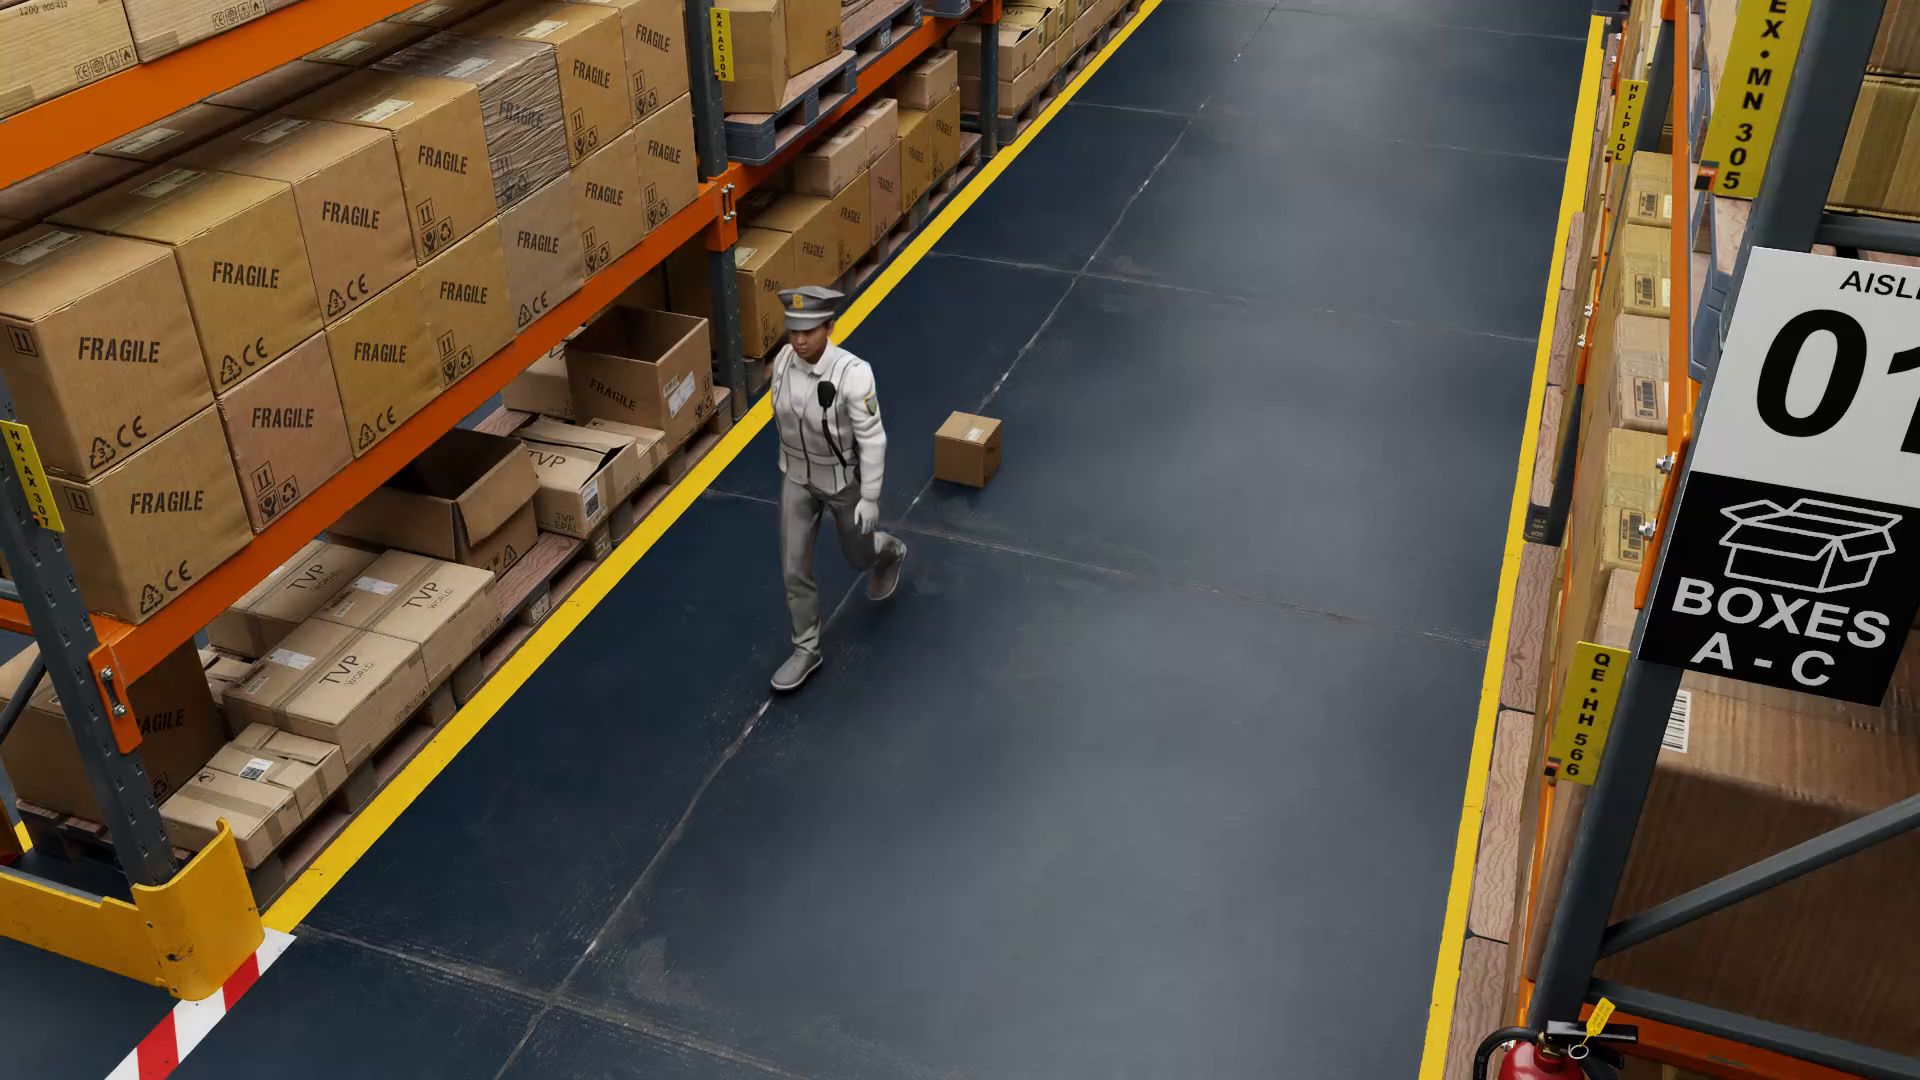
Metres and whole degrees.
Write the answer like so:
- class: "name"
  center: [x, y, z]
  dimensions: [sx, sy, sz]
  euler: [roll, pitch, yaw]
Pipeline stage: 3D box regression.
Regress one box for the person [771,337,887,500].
- class: "person"
  center: [-0.507, -0.470, 6.322]
  dimensions: [0.495, 0.623, 0.342]
  euler: [14, 36, 20]
